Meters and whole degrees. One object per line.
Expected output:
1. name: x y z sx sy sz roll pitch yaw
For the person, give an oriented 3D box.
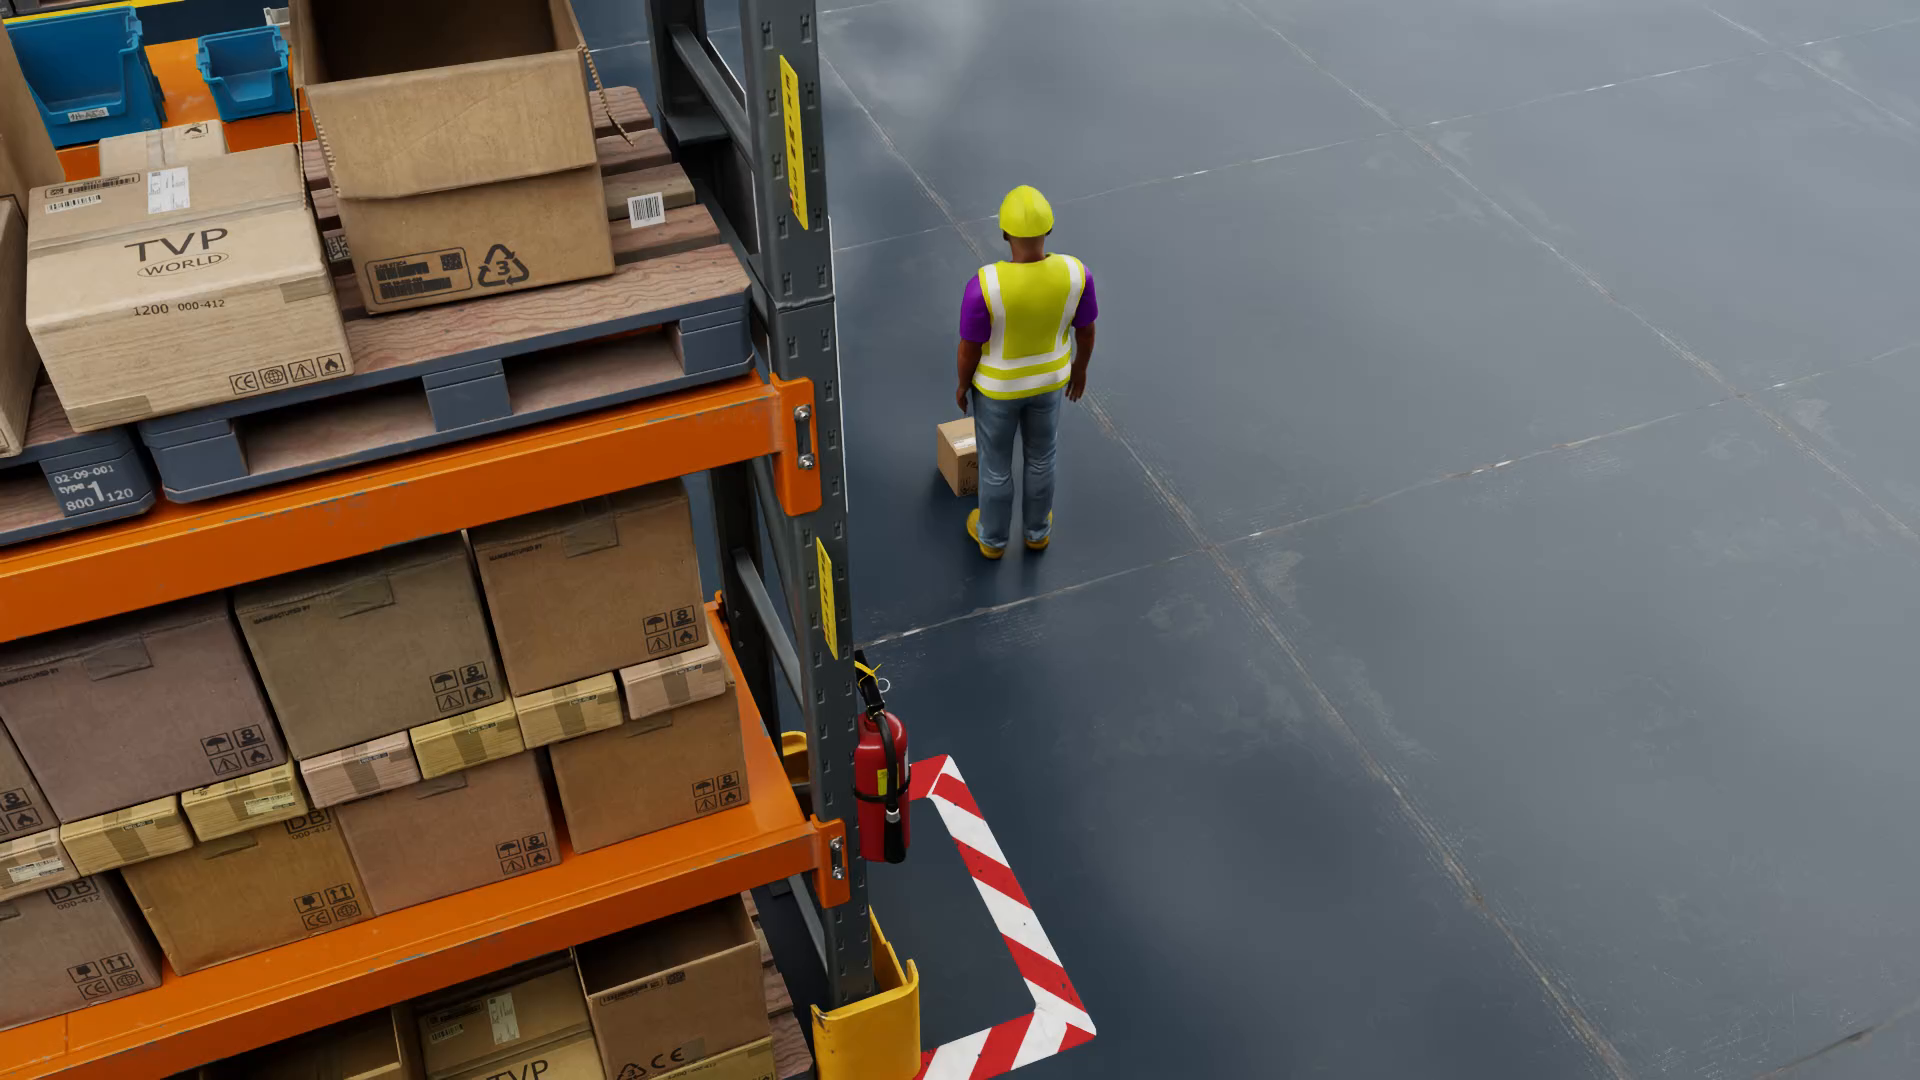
1. person: 0.260 -0.678 6.871 0.575 1.768 0.380 -11 43 -12
